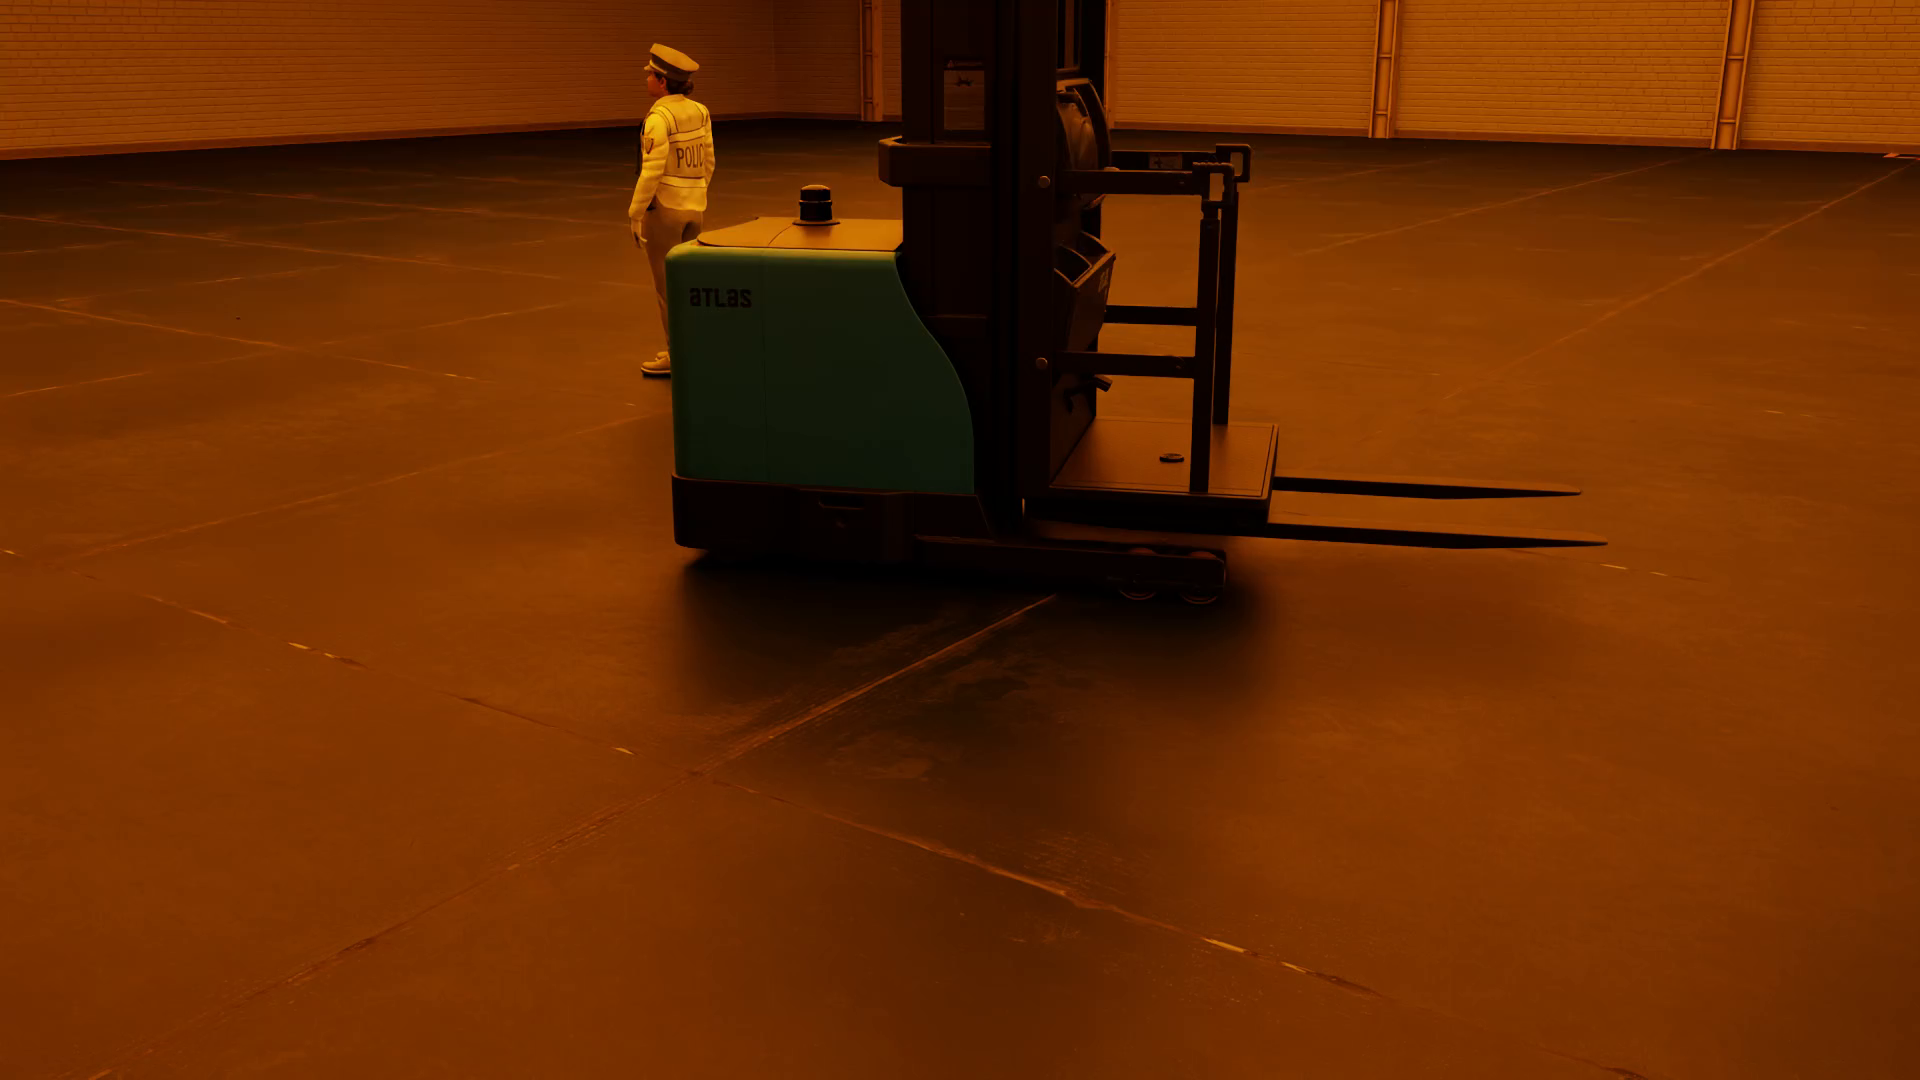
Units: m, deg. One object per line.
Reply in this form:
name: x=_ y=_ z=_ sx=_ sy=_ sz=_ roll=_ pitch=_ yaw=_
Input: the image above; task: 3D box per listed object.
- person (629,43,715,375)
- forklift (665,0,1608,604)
person: x=-1.552 y=-1.705 z=8.668 sx=0.531 sy=1.694 sz=0.588 roll=8 pitch=19 yaw=26
forklift: x=0.595 y=-1.367 z=5.404 sx=3.031 sy=2.935 sz=1.130 roll=4 pitch=17 yaw=12
